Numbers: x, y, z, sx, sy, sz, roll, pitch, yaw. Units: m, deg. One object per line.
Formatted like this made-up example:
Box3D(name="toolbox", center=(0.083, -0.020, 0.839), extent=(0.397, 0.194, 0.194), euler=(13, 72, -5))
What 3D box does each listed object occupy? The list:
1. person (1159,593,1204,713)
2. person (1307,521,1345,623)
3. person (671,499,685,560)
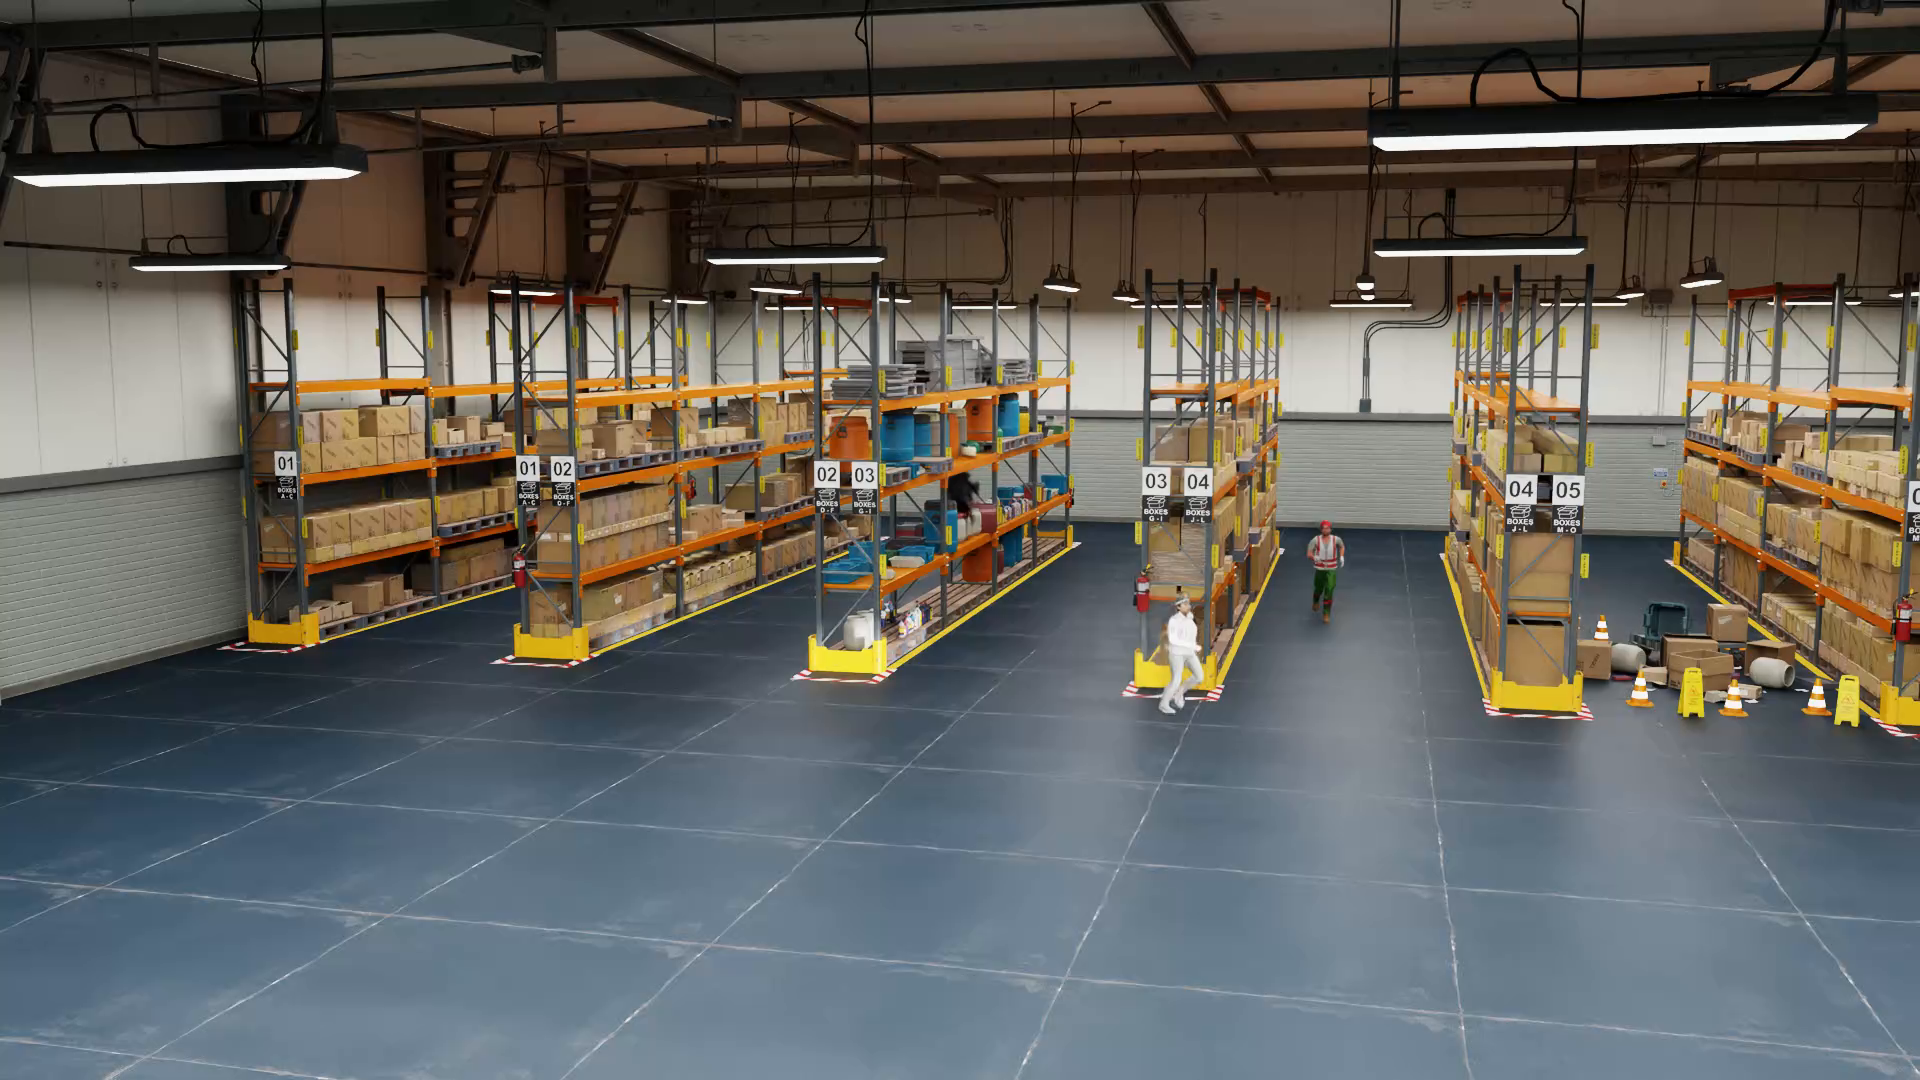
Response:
Box3D(name="person", center=(3.016, 1.520, 22.214), extent=(0.562, 1.649, 0.710), euler=(-5, 9, -37))
Box3D(name="person", center=(6.572, 0.535, 29.903), extent=(0.669, 1.794, 0.991), euler=(1, 7, 10))
Box3D(name="person", center=(-5.845, -0.028, 34.677), extent=(0.646, 1.764, 0.927), euler=(1, 7, 8))
